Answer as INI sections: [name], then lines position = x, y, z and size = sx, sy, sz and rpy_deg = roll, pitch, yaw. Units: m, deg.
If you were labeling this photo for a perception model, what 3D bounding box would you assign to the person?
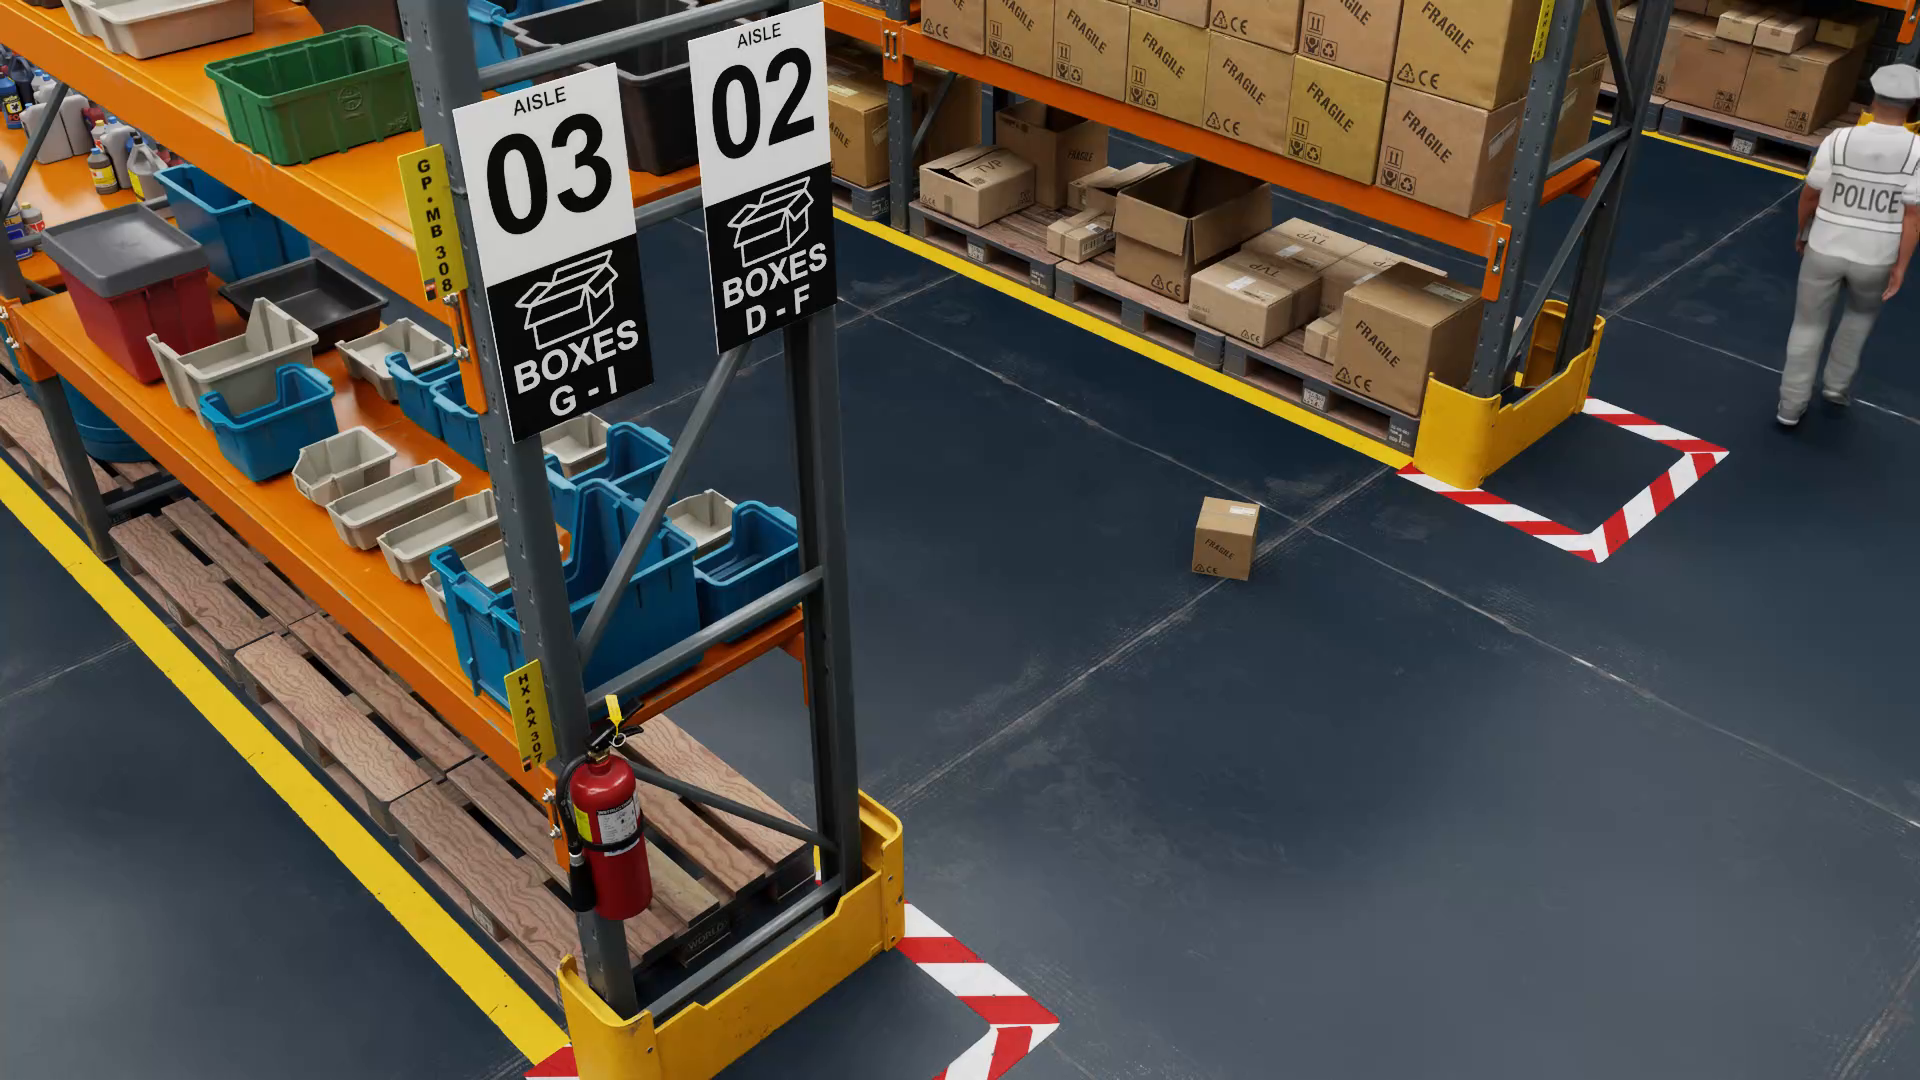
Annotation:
[person]
position = 4.326, -1.381, 8.131
size = 0.547, 1.851, 0.604
rpy_deg = 16, 38, 21
